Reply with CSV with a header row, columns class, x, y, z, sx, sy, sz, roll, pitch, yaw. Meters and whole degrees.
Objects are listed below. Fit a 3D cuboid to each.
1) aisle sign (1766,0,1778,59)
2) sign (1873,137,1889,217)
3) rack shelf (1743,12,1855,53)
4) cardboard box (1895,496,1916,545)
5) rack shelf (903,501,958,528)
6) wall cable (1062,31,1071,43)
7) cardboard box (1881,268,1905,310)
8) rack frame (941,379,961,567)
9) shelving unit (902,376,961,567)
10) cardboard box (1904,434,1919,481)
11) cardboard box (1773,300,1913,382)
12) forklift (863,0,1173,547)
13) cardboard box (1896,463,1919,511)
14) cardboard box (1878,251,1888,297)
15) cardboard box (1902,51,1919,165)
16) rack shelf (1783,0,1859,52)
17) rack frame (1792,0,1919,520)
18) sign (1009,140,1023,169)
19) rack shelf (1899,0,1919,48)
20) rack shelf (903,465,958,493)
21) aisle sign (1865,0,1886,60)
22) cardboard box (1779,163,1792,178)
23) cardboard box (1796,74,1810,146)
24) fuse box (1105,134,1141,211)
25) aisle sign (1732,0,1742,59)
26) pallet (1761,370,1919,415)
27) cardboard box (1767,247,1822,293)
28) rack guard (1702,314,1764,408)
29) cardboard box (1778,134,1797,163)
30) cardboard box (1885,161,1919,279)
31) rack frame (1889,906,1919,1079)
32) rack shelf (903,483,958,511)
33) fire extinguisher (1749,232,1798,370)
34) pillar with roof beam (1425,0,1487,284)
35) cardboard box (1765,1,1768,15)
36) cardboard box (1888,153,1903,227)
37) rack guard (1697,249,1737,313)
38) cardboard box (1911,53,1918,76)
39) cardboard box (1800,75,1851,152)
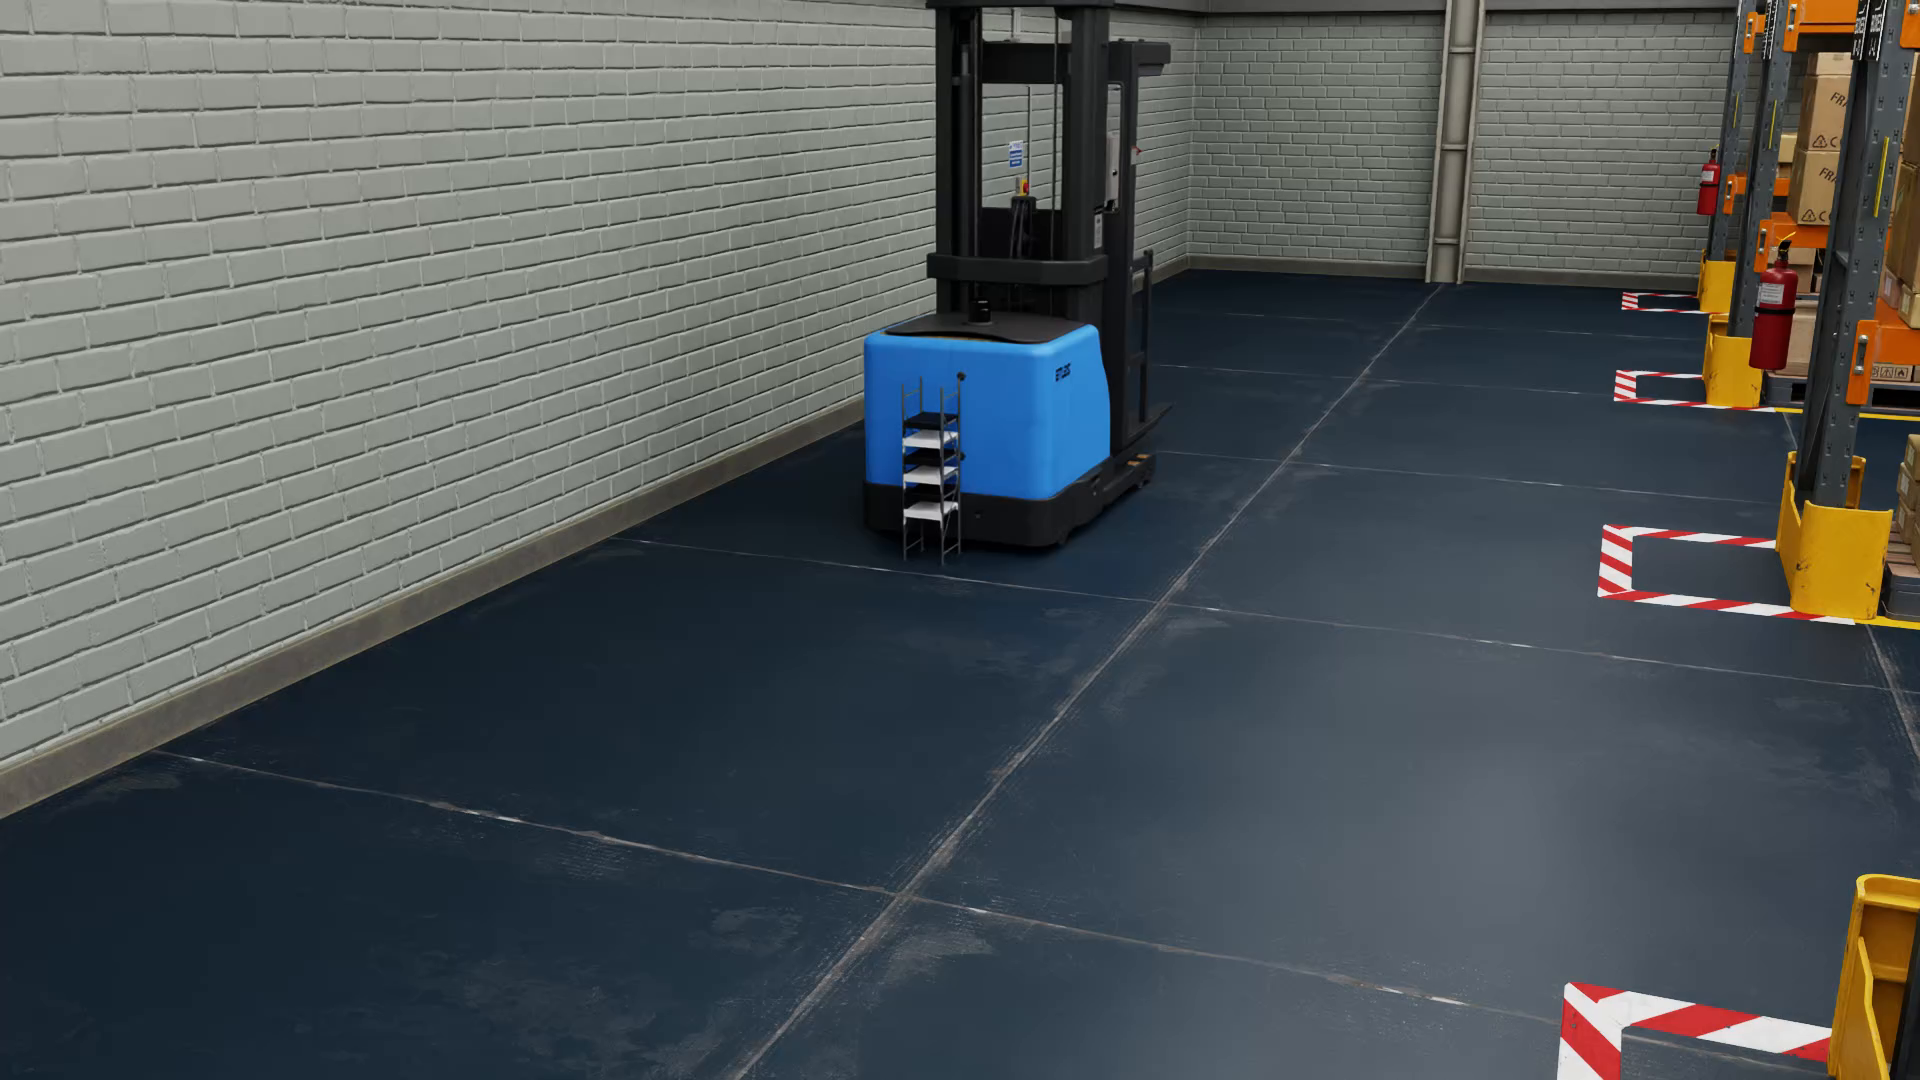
class,x,y,z,sx,sy,sz,roll,pitch,yaw
aisle sign,5.627,-3.728,11.472,0.004,0.787,0.394,6,17,21
sign,3.879,-1.528,7.005,0.005,0.325,0.100,6,17,21
rack shelf,9.478,-4.726,15.481,4.000,0.370,1.077,6,17,21
cardboard box,4.644,-0.086,7.950,0.250,0.149,0.380,7,17,22
rack shelf,-0.139,-0.136,8.292,0.200,0.077,0.258,6,18,21
wall cable,1.056,-3.975,15.164,0.122,1.984,0.588,6,17,21
cardboard box,4.485,-1.173,7.783,0.250,0.149,0.380,6,17,21
rack frame,-0.045,-0.330,8.196,0.006,0.900,0.240,6,18,21
shelving unit,-0.139,-0.341,8.233,0.210,0.900,0.258,6,18,21
cardboard box,4.663,-0.383,7.906,0.250,0.149,0.380,6,17,21
cardboard box,6.451,-1.477,12.224,0.875,0.438,0.875,6,17,19
forklift,0.521,-1.742,9.416,1.130,2.935,3.031,6,17,21
cardboard box,4.674,-0.249,7.977,0.250,0.149,0.380,6,17,19
cardboard box,8.933,-2.652,16.158,0.500,0.500,0.700,7,18,23
cardboard box,4.595,-1.942,7.477,0.500,0.500,0.500,6,17,19
rack shelf,7.661,-3.438,11.046,4.000,0.370,1.077,6,17,21
rack frame,4.078,-1.253,7.610,0.127,3.000,1.000,6,17,21
sign,0.471,-3.242,13.975,0.001,0.218,0.327,6,17,21
rack shelf,5.938,-2.144,6.588,4.000,0.370,1.077,6,17,21
rack shelf,-0.139,-0.309,8.242,0.200,0.077,0.258,6,18,21
aisle sign,3.900,-2.431,7.006,0.004,0.787,0.394,6,17,21
cardboard box,8.077,-3.596,16.130,0.250,0.149,0.380,7,18,22
cardboard box,6.336,-3.088,11.958,0.500,0.500,0.500,7,18,22
fuse box,1.453,-3.029,16.039,0.414,1.711,0.539,6,17,21
aisle sign,7.447,-5.014,15.903,0.004,0.787,0.394,6,17,21
pallet,6.573,-1.147,12.245,1.213,0.211,1.003,6,17,21
cardboard box,8.152,-2.751,16.493,0.637,0.503,0.797,6,17,18
rack guard,5.778,-1.349,12.425,0.348,0.500,1.175,6,17,21
cardboard box,7.941,-3.790,16.083,0.500,0.250,0.500,6,17,21
cardboard box,4.590,-1.465,7.627,0.500,0.500,0.500,7,17,22
rack frame,2.164,0.023,3.215,0.127,3.000,1.000,6,17,21
rack shelf,-0.139,-0.222,8.267,0.200,0.077,0.258,6,18,21
fire extinguisher,4.013,-1.183,8.174,0.183,0.674,0.296,6,17,21
pillar with roof beam,3.861,-6.109,13.577,0.400,9.000,9.100,6,17,21
cardboard box,8.000,-5.182,16.215,0.250,0.149,0.380,7,18,22
cardboard box,6.622,-2.427,11.475,0.500,0.500,0.500,6,17,20
rack guard,7.689,-2.627,16.826,0.348,0.500,1.175,6,17,21
cardboard box,6.498,-3.214,11.229,0.250,0.149,0.380,7,18,22
cardboard box,6.142,-2.953,11.491,0.500,0.500,0.500,6,17,19
